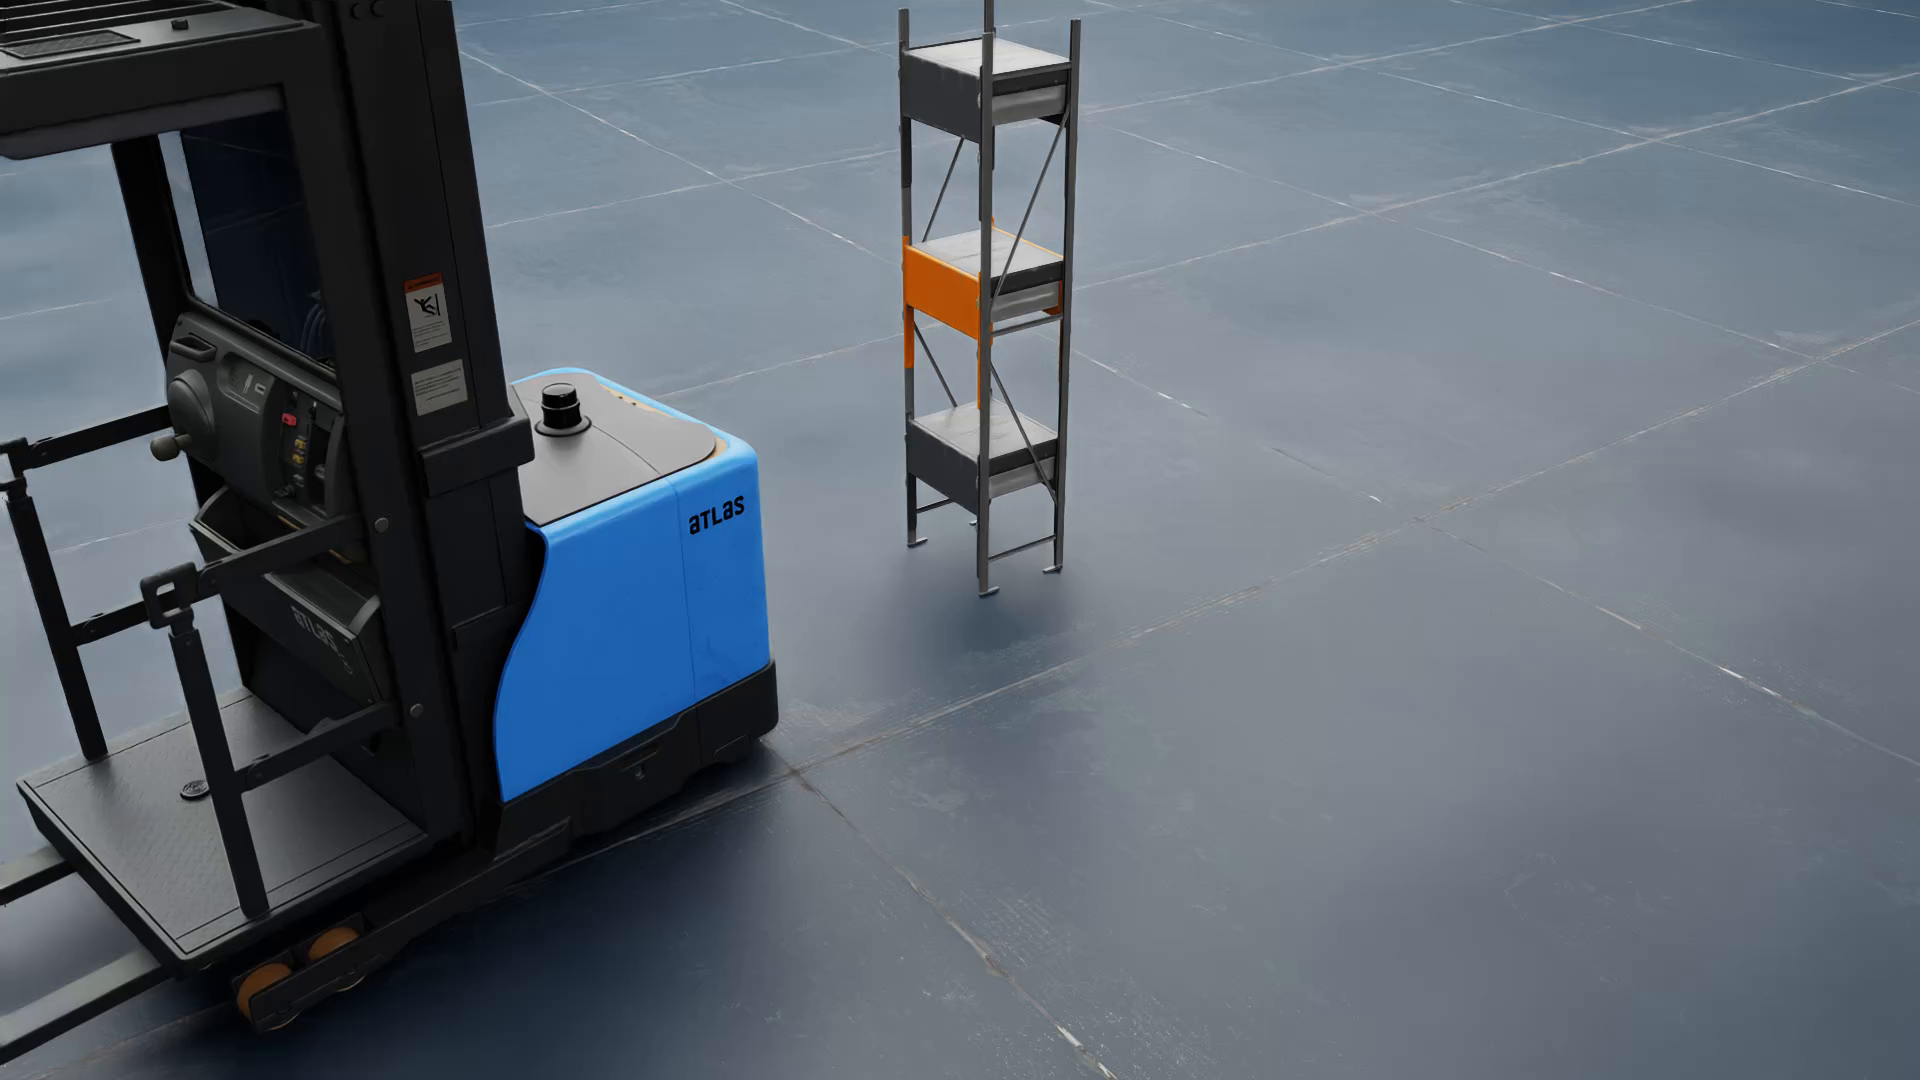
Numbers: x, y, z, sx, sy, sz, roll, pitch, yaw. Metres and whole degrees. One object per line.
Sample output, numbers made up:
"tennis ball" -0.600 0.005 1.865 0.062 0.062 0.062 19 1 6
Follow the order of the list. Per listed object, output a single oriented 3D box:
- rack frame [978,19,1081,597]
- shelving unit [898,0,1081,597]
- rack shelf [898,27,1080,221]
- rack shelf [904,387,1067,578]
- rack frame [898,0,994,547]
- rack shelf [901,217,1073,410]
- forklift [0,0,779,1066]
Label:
"rack frame" 0.238 -0.763 5.956 0.400 2.100 0.015 -19 34 -31
"shelving unit" 0.096 -0.858 6.130 0.431 2.100 0.503 -19 34 -31
"rack shelf" 0.096 -1.461 5.803 0.431 0.518 0.480 -19 34 -31
"rack shelf" 0.096 -0.231 6.471 0.431 0.518 0.480 -19 34 -31
"rack frame" -0.046 -0.953 6.305 0.400 2.100 0.015 -19 34 -31
"rack shelf" 0.096 -0.846 6.137 0.431 0.518 0.480 -19 34 -31
"forklift" -1.977 -0.277 4.189 1.130 2.935 3.031 24 37 37
